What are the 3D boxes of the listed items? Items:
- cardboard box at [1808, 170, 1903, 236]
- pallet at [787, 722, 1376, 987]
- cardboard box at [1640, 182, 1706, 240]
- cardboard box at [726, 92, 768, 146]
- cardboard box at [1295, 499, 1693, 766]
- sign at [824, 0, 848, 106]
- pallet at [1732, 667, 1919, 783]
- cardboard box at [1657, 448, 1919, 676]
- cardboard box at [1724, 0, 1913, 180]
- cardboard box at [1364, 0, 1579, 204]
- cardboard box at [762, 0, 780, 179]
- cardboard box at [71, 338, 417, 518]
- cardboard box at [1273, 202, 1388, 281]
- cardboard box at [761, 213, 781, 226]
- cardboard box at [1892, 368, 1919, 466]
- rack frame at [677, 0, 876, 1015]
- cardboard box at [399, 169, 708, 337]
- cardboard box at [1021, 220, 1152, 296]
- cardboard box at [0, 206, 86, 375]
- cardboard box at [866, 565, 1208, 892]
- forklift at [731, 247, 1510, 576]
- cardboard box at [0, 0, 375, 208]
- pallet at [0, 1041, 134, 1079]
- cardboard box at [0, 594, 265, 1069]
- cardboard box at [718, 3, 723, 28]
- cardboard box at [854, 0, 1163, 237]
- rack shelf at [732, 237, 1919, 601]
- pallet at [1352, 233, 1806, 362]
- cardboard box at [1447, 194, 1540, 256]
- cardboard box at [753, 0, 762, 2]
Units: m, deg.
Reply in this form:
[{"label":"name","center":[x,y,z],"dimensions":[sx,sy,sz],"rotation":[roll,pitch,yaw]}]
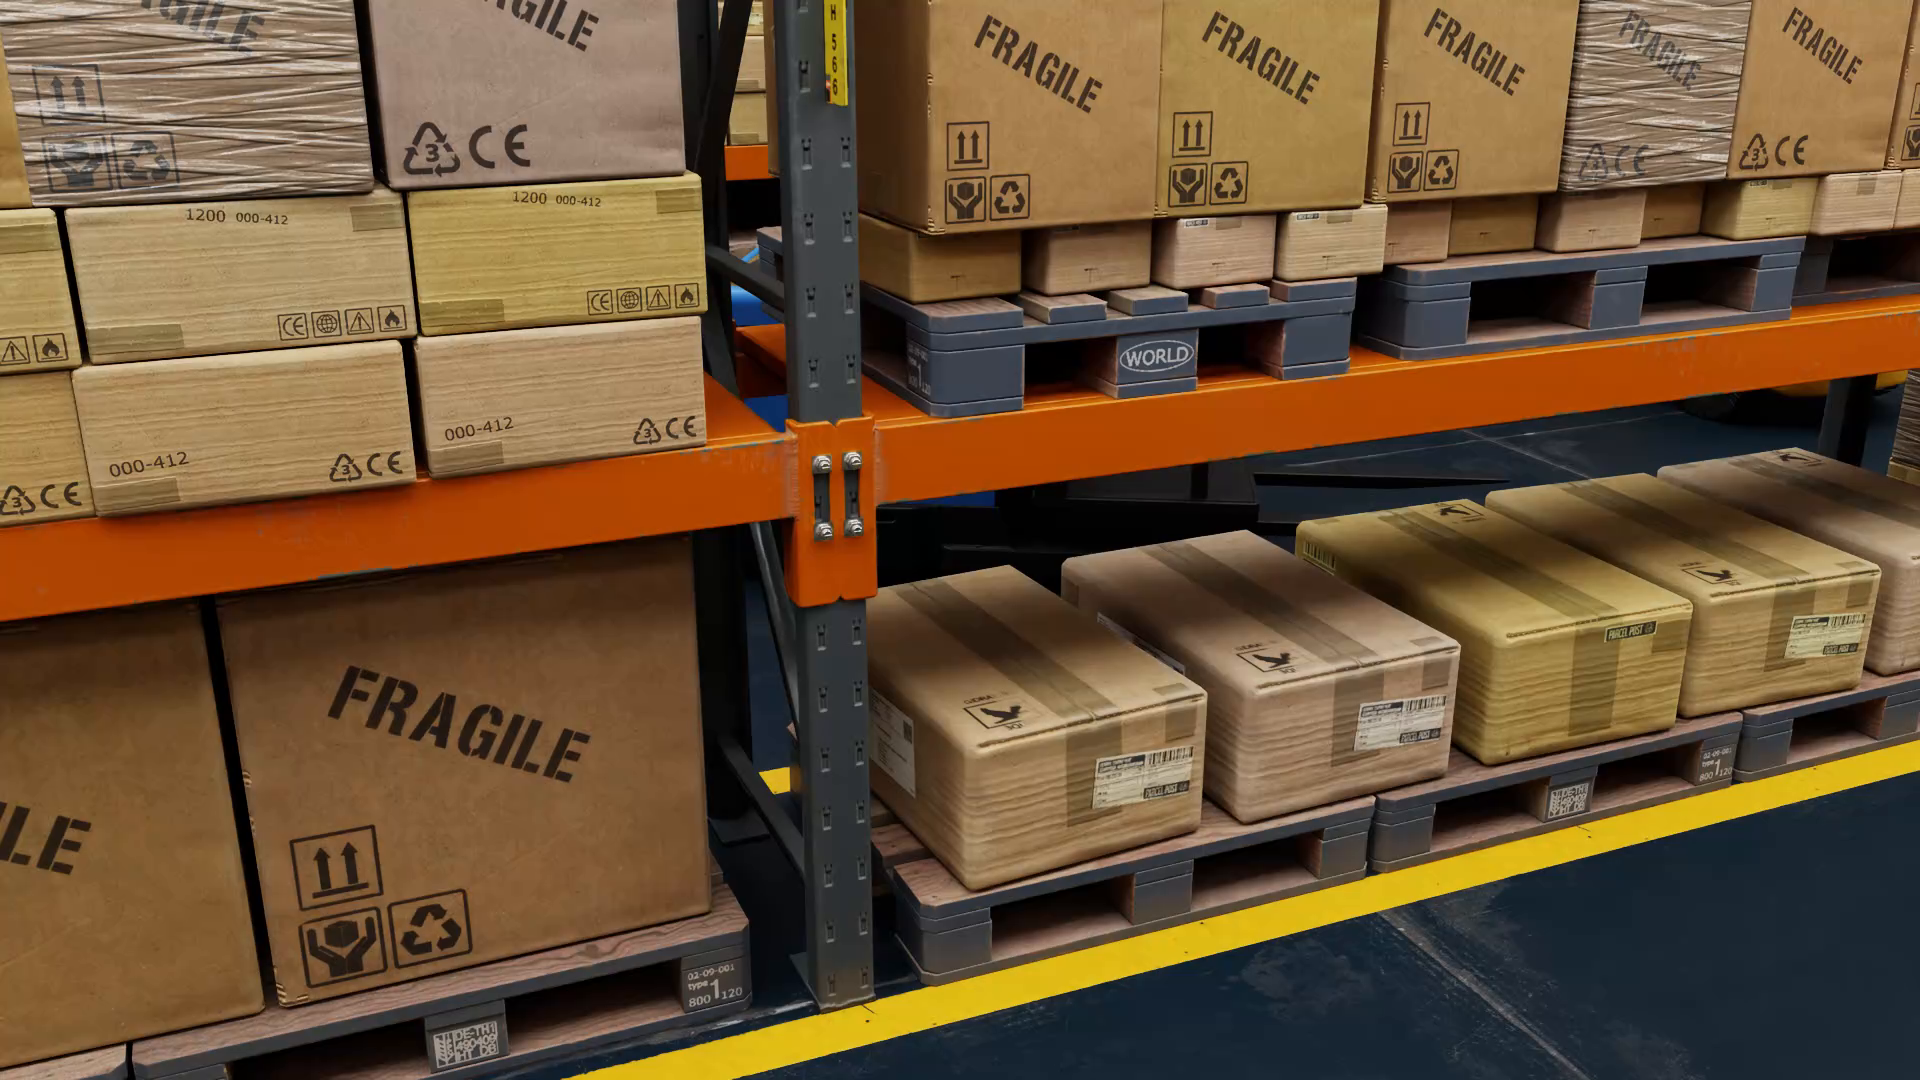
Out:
[{"label":"cardboard box","center":[2.165,-0.892,4.285],"dimensions":[0.250,0.149,0.380],"rotation":[-8,21,-21]},{"label":"pallet","center":[0.278,0.666,4.313],"dimensions":[1.213,0.211,1.003],"rotation":[-8,21,-22]},{"label":"cardboard box","center":[1.644,-0.868,4.216],"dimensions":[0.250,0.149,0.380],"rotation":[-9,21,-24]},{"label":"cardboard box","center":[-0.972,-2.108,8.218],"dimensions":[0.500,0.250,0.500],"rotation":[-9,21,-24]},{"label":"cardboard box","center":[1.455,0.226,4.689],"dimensions":[0.625,0.372,0.950],"rotation":[-7,21,-20]},{"label":"sign","center":[-0.218,-0.924,2.887],"dimensions":[0.005,0.325,0.100],"rotation":[-8,21,-22]},{"label":"pallet","center":[2.518,0.345,5.225],"dimensions":[1.213,0.211,1.003],"rotation":[-8,21,-22]},{"label":"cardboard box","center":[2.752,0.038,5.222],"dimensions":[0.625,0.372,0.950],"rotation":[-8,21,-21]},{"label":"cardboard box","center":[1.968,-1.196,4.173],"dimensions":[0.500,0.500,0.500],"rotation":[-7,21,-20]},{"label":"cardboard box","center":[1.025,-1.064,3.796],"dimensions":[0.500,0.500,0.500],"rotation":[-8,21,-21]},{"label":"cardboard box","center":[-0.133,-1.077,3.834],"dimensions":[0.500,0.500,0.500],"rotation":[-9,21,-23]},{"label":"cardboard box","center":[-1.265,-0.259,2.966],"dimensions":[0.500,0.250,0.500],"rotation":[-8,21,-21]},{"label":"cardboard box","center":[0.735,-0.691,3.715],"dimensions":[0.250,0.149,0.380],"rotation":[-8,21,-22]},{"label":"cardboard box","center":[-0.617,-1.393,8.905],"dimensions":[0.625,0.625,0.875],"rotation":[-9,21,-24]},{"label":"cardboard box","center":[3.669,-0.488,5.769],"dimensions":[0.500,0.500,0.500],"rotation":[-8,21,-23]},{"label":"rack frame","center":[-0.441,-0.547,3.559],"dimensions":[0.127,3.000,1.000],"rotation":[-8,21,-22]},{"label":"cardboard box","center":[-0.785,-0.571,3.100],"dimensions":[0.500,0.250,0.500],"rotation":[-8,21,-22]},{"label":"cardboard box","center":[0.204,-0.640,3.568],"dimensions":[0.250,0.149,0.380],"rotation":[-10,22,-25]},{"label":"cardboard box","center":[-1.716,-0.429,2.696],"dimensions":[0.500,0.250,0.500],"rotation":[-9,21,-23]},{"label":"cardboard box","center":[0.082,0.423,4.128],"dimensions":[0.625,0.372,0.950],"rotation":[-10,22,-26]},{"label":"forklift","center":[0.624,-1.363,5.979],"dimensions":[3.031,2.935,1.130],"rotation":[2,19,5]},{"label":"cardboard box","center":[-1.280,-0.848,2.758],"dimensions":[0.500,0.500,0.500],"rotation":[-8,21,-21]},{"label":"pallet","center":[-2.313,1.008,3.341],"dimensions":[1.213,0.211,1.003],"rotation":[-8,21,-22]},{"label":"cardboard box","center":[-1.928,0.439,3.327],"dimensions":[0.875,0.875,0.875],"rotation":[-8,21,-21]},{"label":"cardboard box","center":[-1.295,-2.481,7.924],"dimensions":[0.250,0.149,0.380],"rotation":[-8,21,-21]},{"label":"cardboard box","center":[0.064,-0.921,3.391],"dimensions":[0.500,0.500,0.500],"rotation":[-9,21,-23]},{"label":"rack shelf","center":[1.396,-0.471,4.426],"dimensions":[4.000,0.370,1.077],"rotation":[-8,21,-22]},{"label":"pallet","center":[1.361,-0.729,4.366],"dimensions":[1.213,0.211,1.003],"rotation":[-8,21,-22]},{"label":"cardboard box","center":[1.169,-0.796,4.012],"dimensions":[0.250,0.149,0.380],"rotation":[-7,21,-20]},{"label":"cardboard box","center":[-1.069,-2.724,8.616],"dimensions":[0.250,0.149,0.380],"rotation":[-9,21,-23]}]
